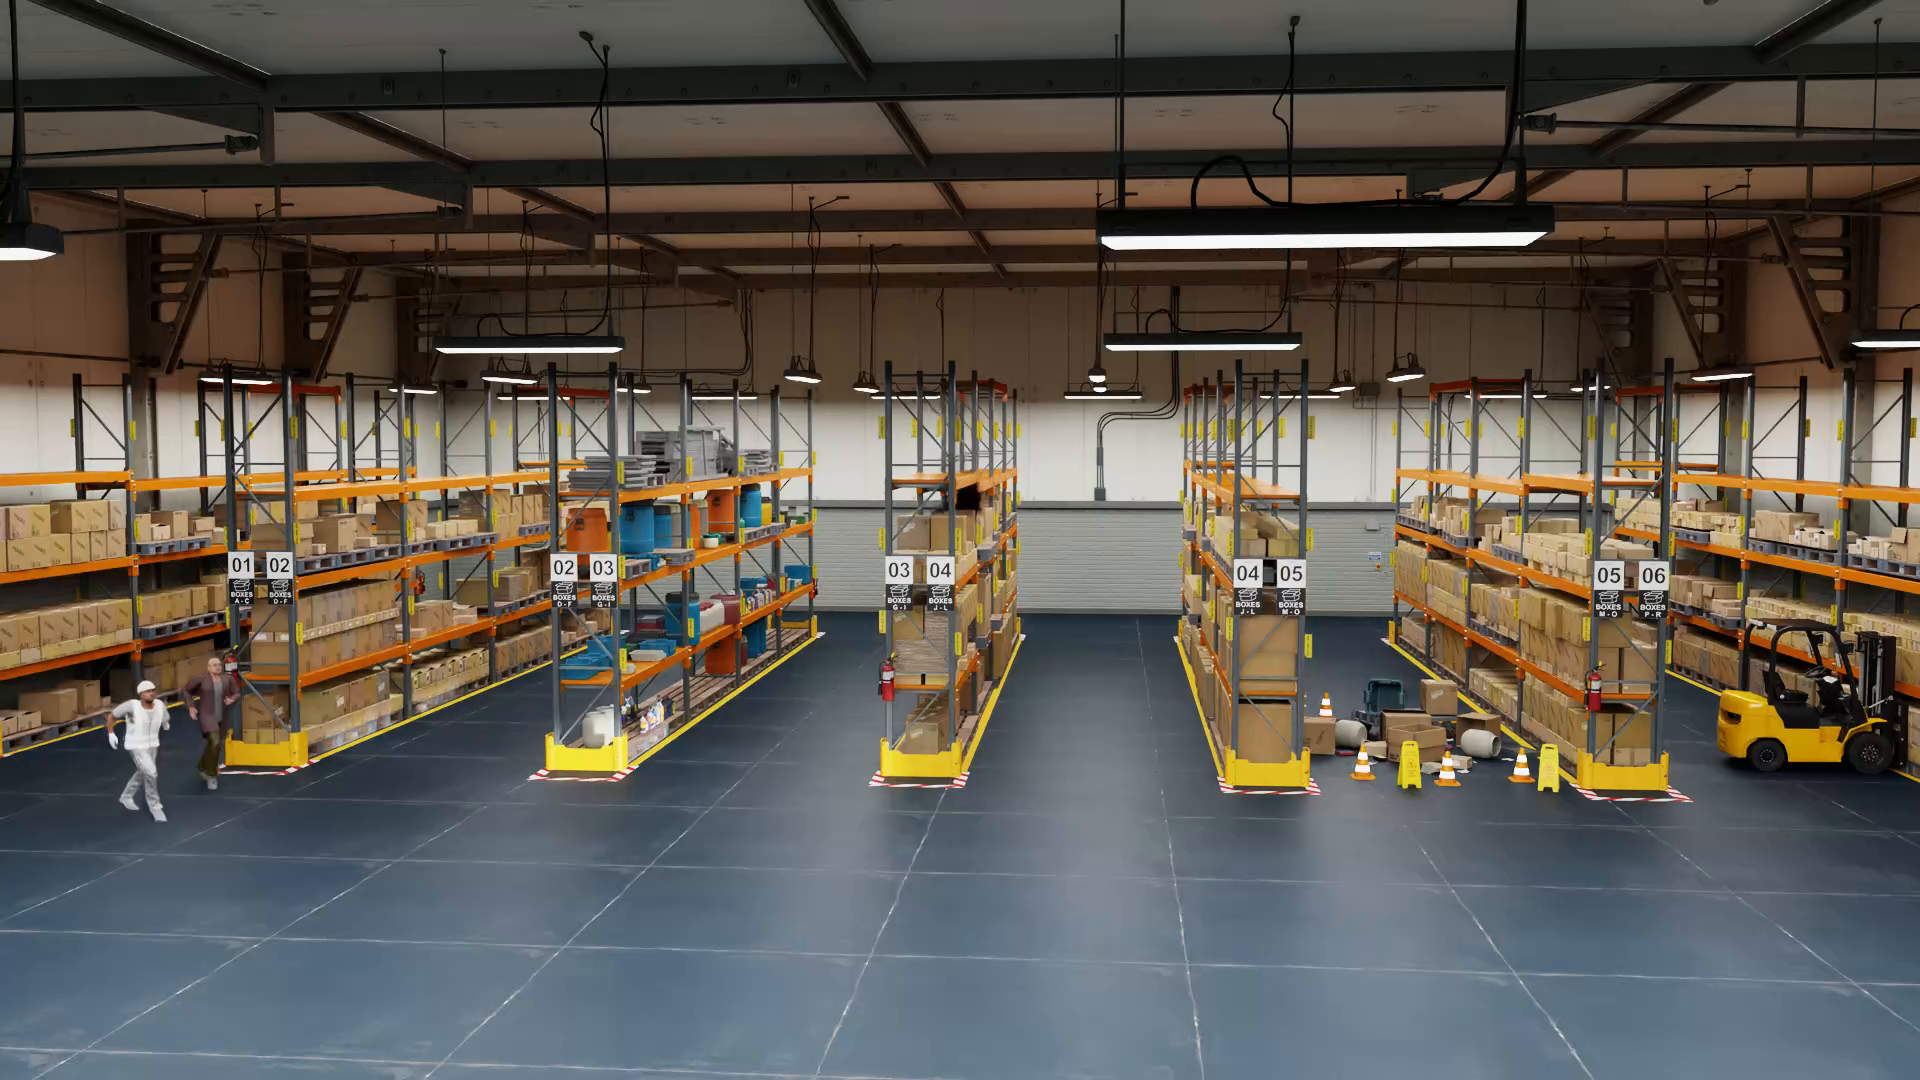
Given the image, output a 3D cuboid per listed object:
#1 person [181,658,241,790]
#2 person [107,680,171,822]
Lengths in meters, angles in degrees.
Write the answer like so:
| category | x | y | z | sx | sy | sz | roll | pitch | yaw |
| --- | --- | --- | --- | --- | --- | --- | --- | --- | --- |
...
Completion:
| category | x | y | z | sx | sy | sz | roll | pitch | yaw |
| --- | --- | --- | --- | --- | --- | --- | --- | --- | --- |
| person | -10.587 | 2.573 | 23.573 | 0.783 | 1.836 | 0.702 | 3 | 5 | 37 |
| person | -10.565 | 2.710 | 21.458 | 0.903 | 1.825 | 0.712 | 2 | 4 | 29 |
